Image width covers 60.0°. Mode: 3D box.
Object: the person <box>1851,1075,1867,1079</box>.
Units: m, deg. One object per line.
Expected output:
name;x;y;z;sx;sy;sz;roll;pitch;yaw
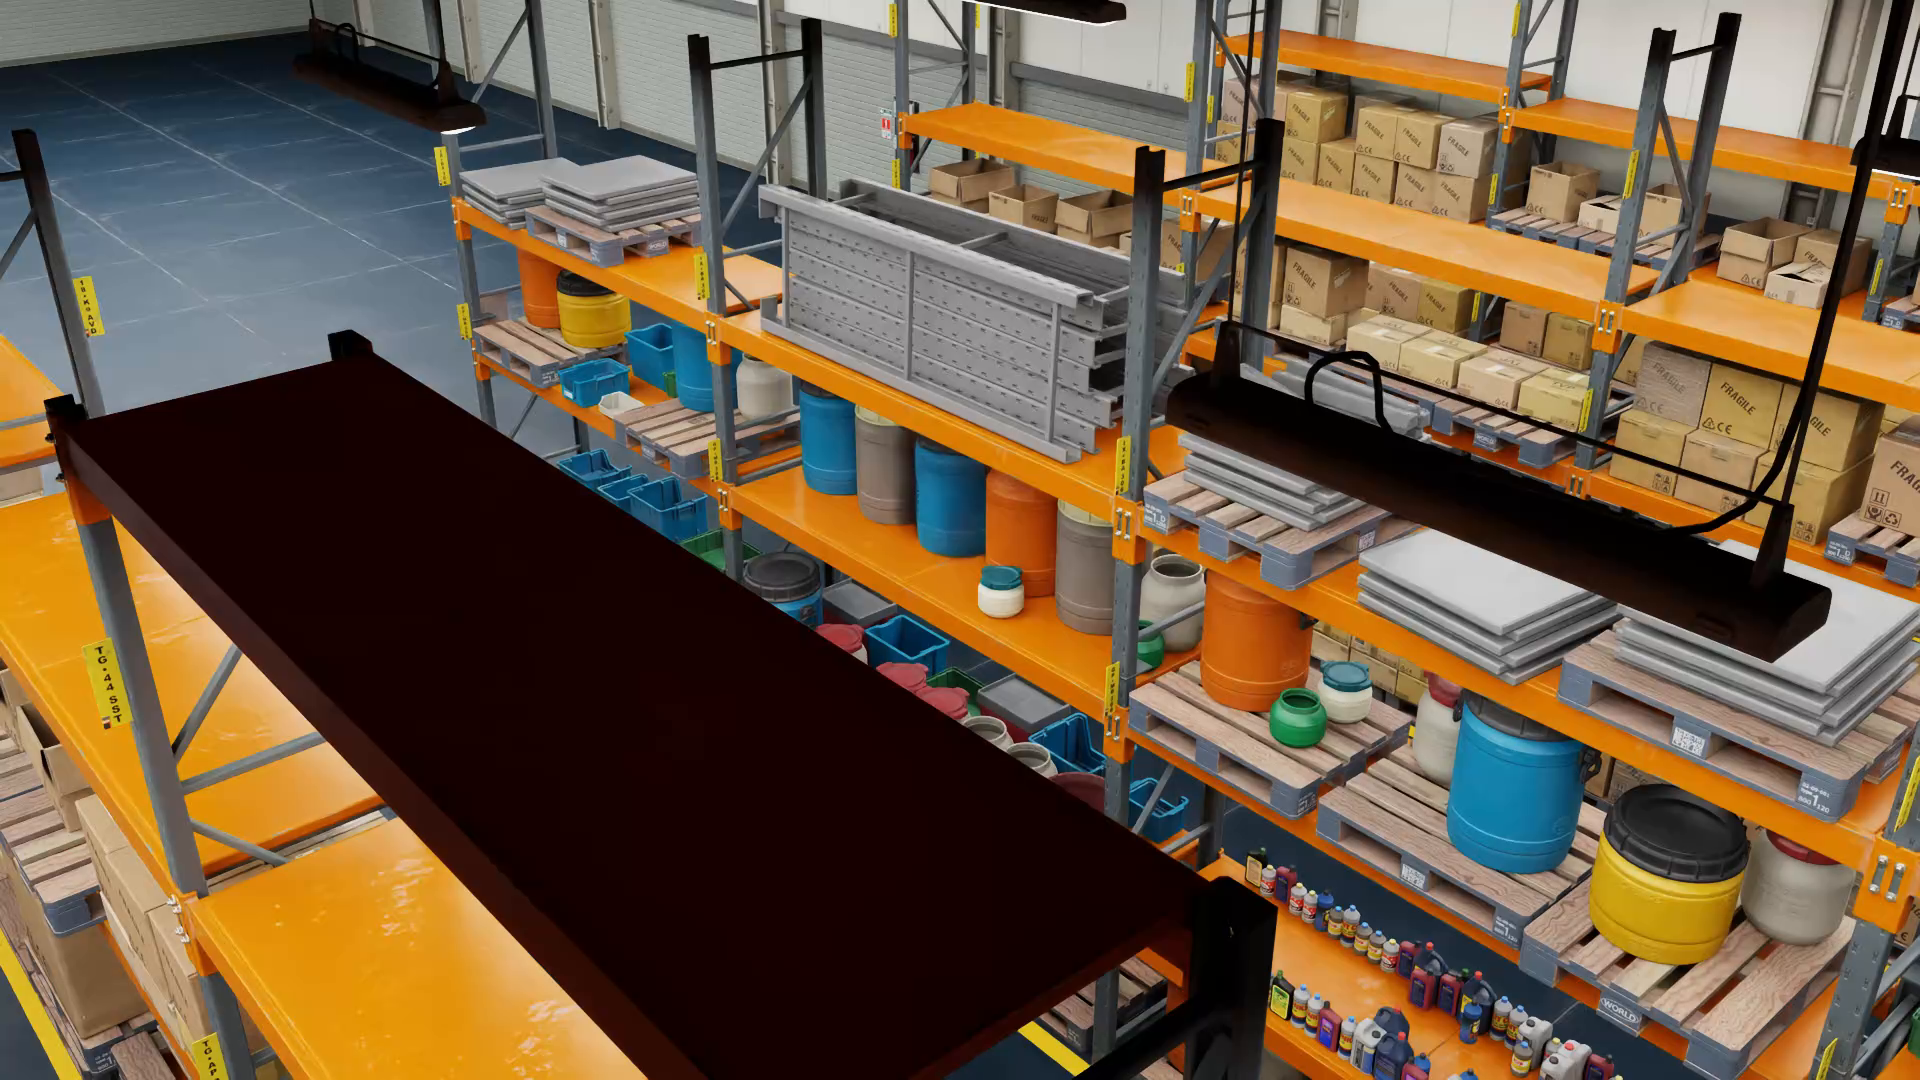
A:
person;6.105;2.847;10.110;0.989;1.642;0.467;20;33;34
